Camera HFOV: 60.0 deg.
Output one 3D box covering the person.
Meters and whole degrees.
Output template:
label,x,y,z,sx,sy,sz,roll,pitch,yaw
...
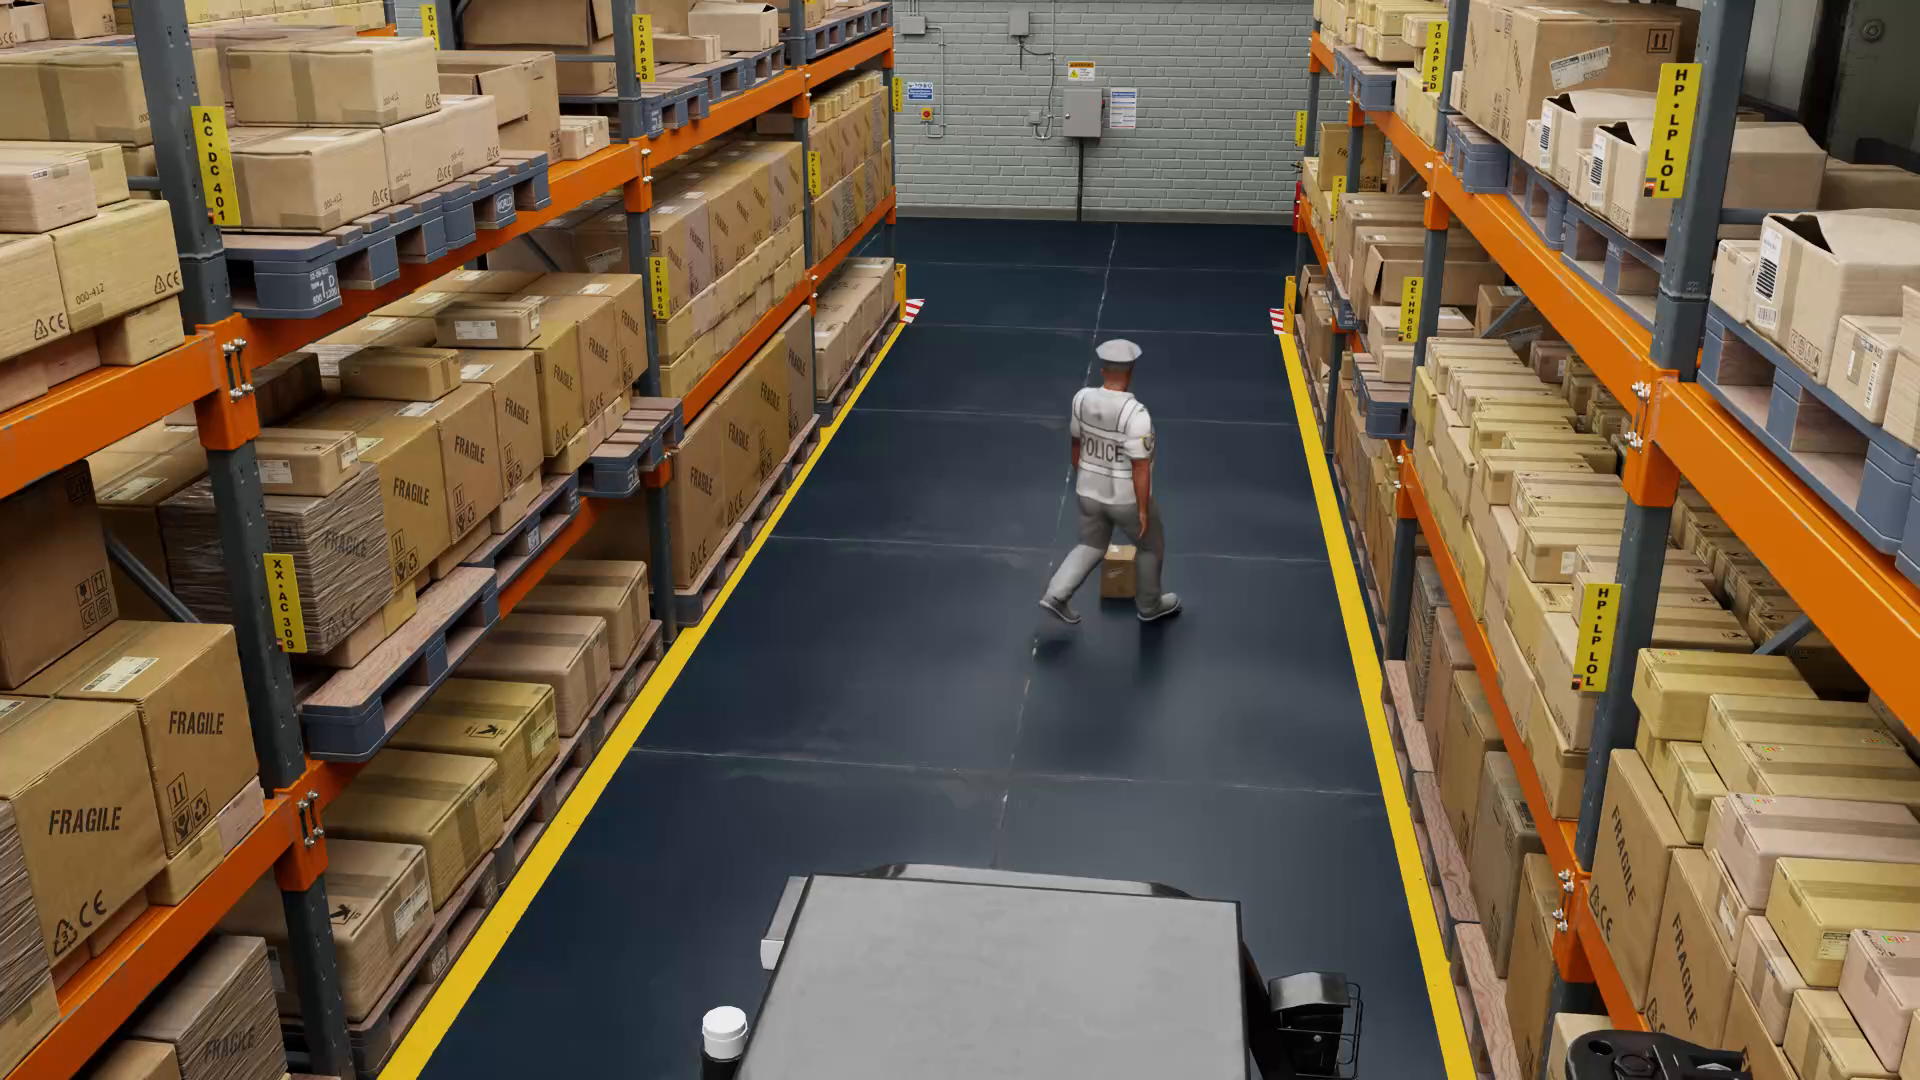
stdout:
label,x,y,z,sx,sy,sz,roll,pitch,yaw
person,0.895,-0.297,9.382,0.555,1.707,0.948,17,26,36
